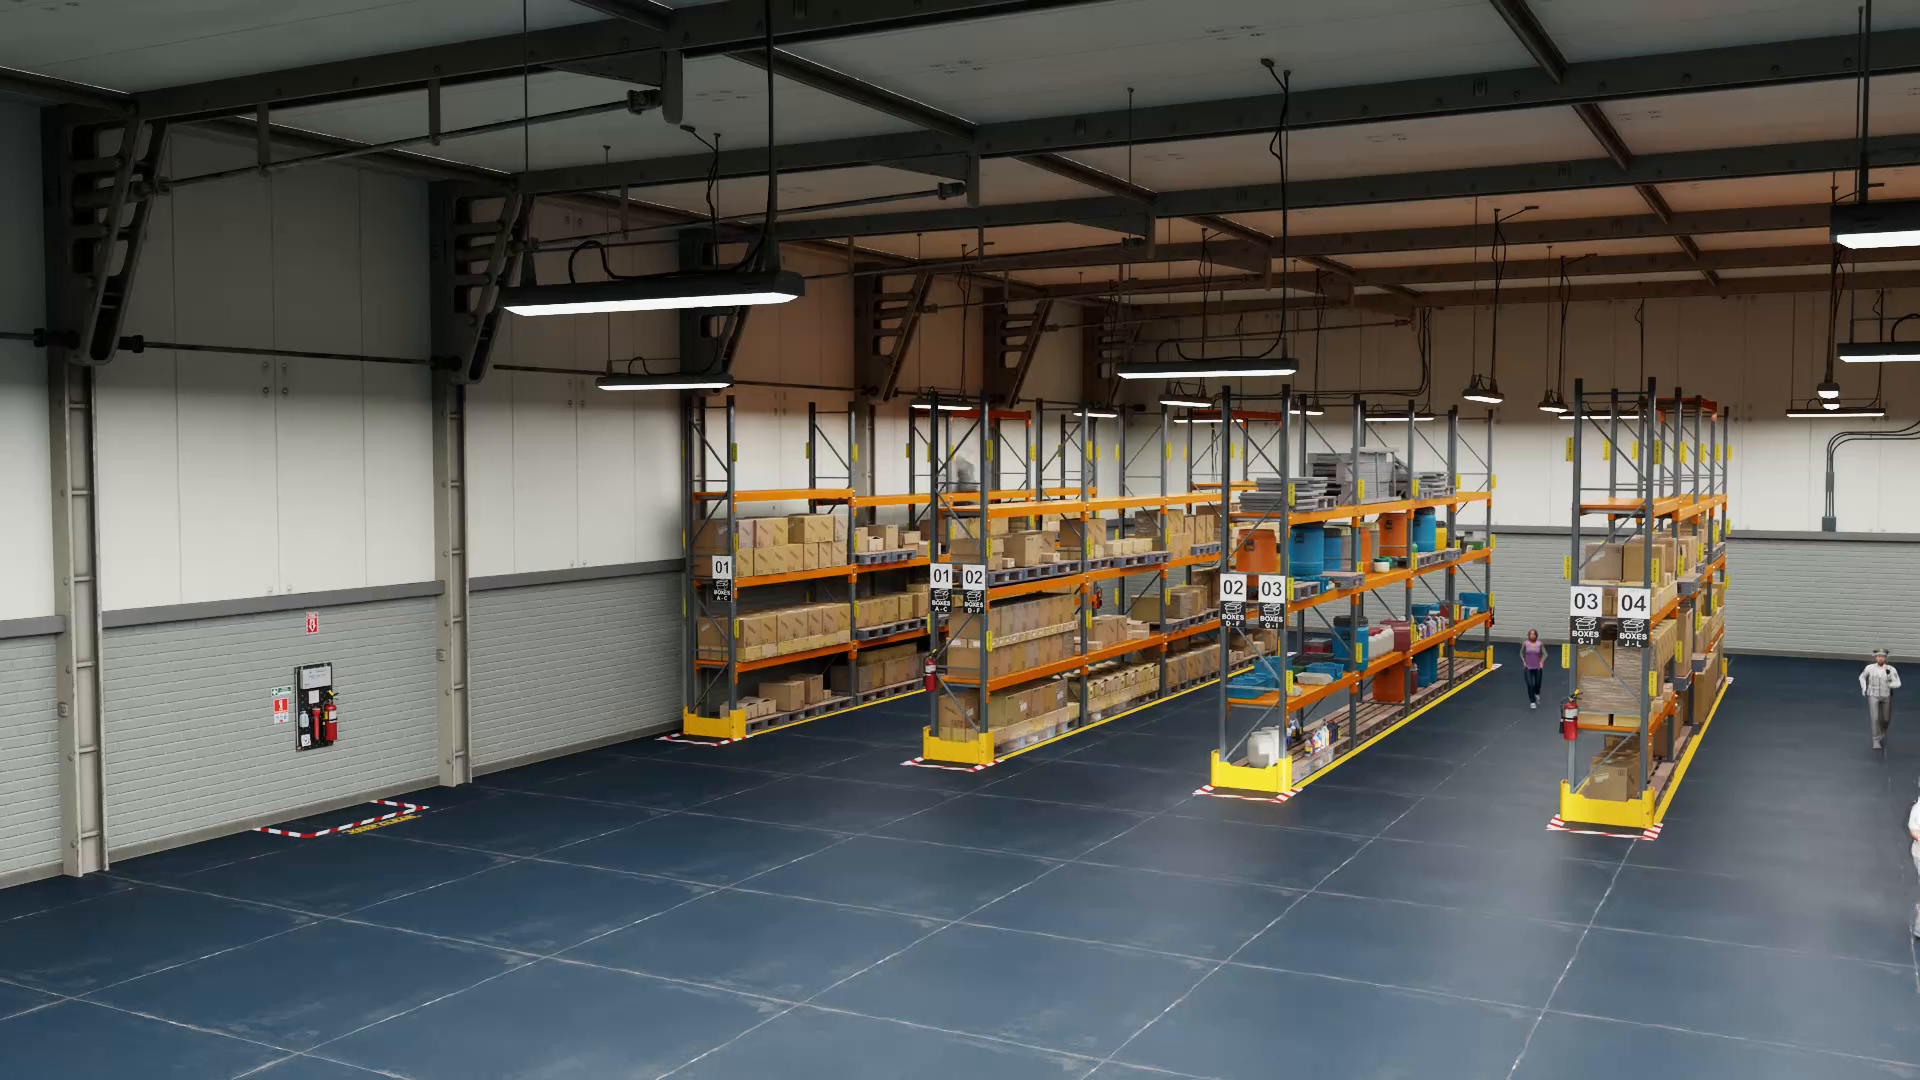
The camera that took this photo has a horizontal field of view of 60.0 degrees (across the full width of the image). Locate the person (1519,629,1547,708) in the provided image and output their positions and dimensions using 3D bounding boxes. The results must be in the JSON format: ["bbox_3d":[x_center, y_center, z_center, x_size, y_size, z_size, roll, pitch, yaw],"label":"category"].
[{"bbox_3d":[11.192,2.513,32.491,0.512,1.554,0.524,1,3,20],"label":"person"}]

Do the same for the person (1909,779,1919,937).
[{"bbox_3d":[10.021,3.230,16.976,0.653,1.736,0.606,-2,3,-27],"label":"person"}]

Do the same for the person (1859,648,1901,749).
[{"bbox_3d":[15.621,2.664,28.247,0.622,1.670,0.896,1,3,26],"label":"person"}]
